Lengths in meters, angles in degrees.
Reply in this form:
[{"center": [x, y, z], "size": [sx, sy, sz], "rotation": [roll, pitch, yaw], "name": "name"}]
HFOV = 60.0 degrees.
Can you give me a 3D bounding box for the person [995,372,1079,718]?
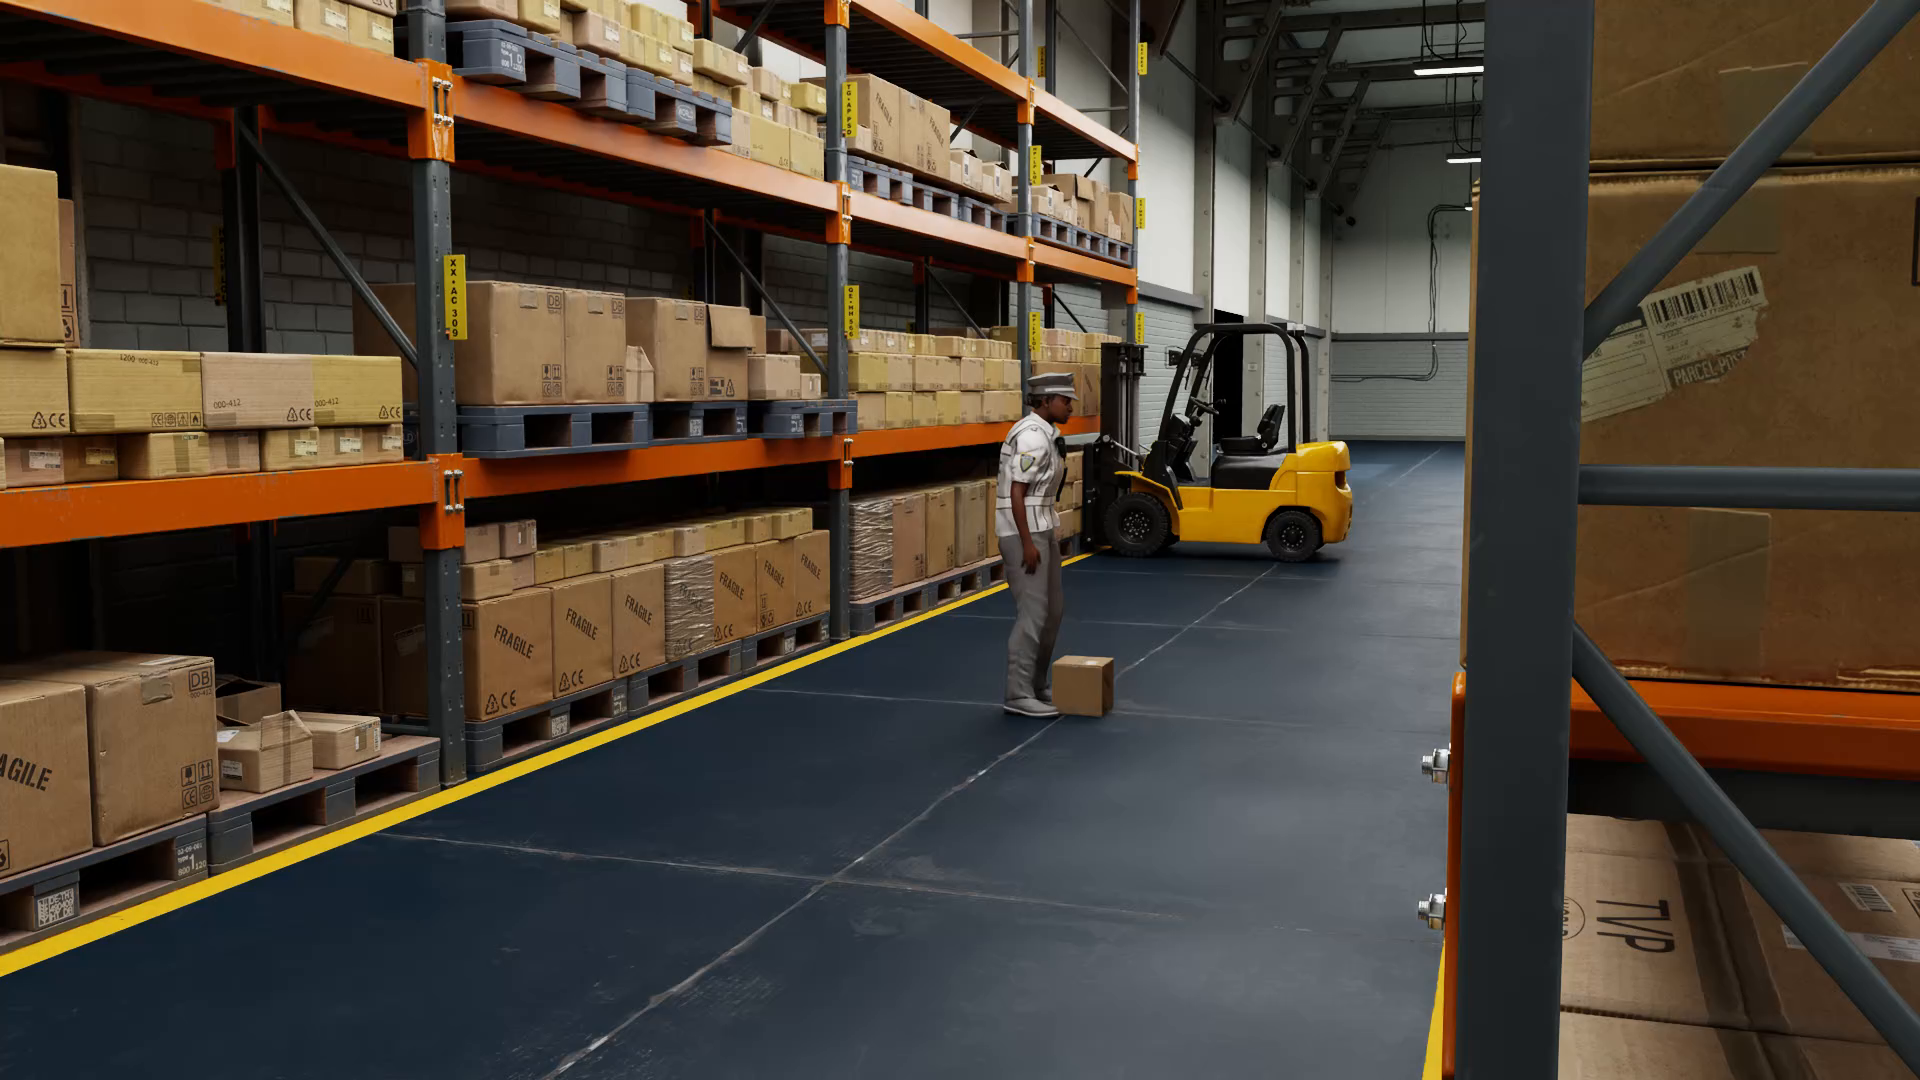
[{"center": [0.375, 0.010, 8.161], "size": [0.397, 1.656, 0.518], "rotation": [2, 6, 17], "name": "person"}]
